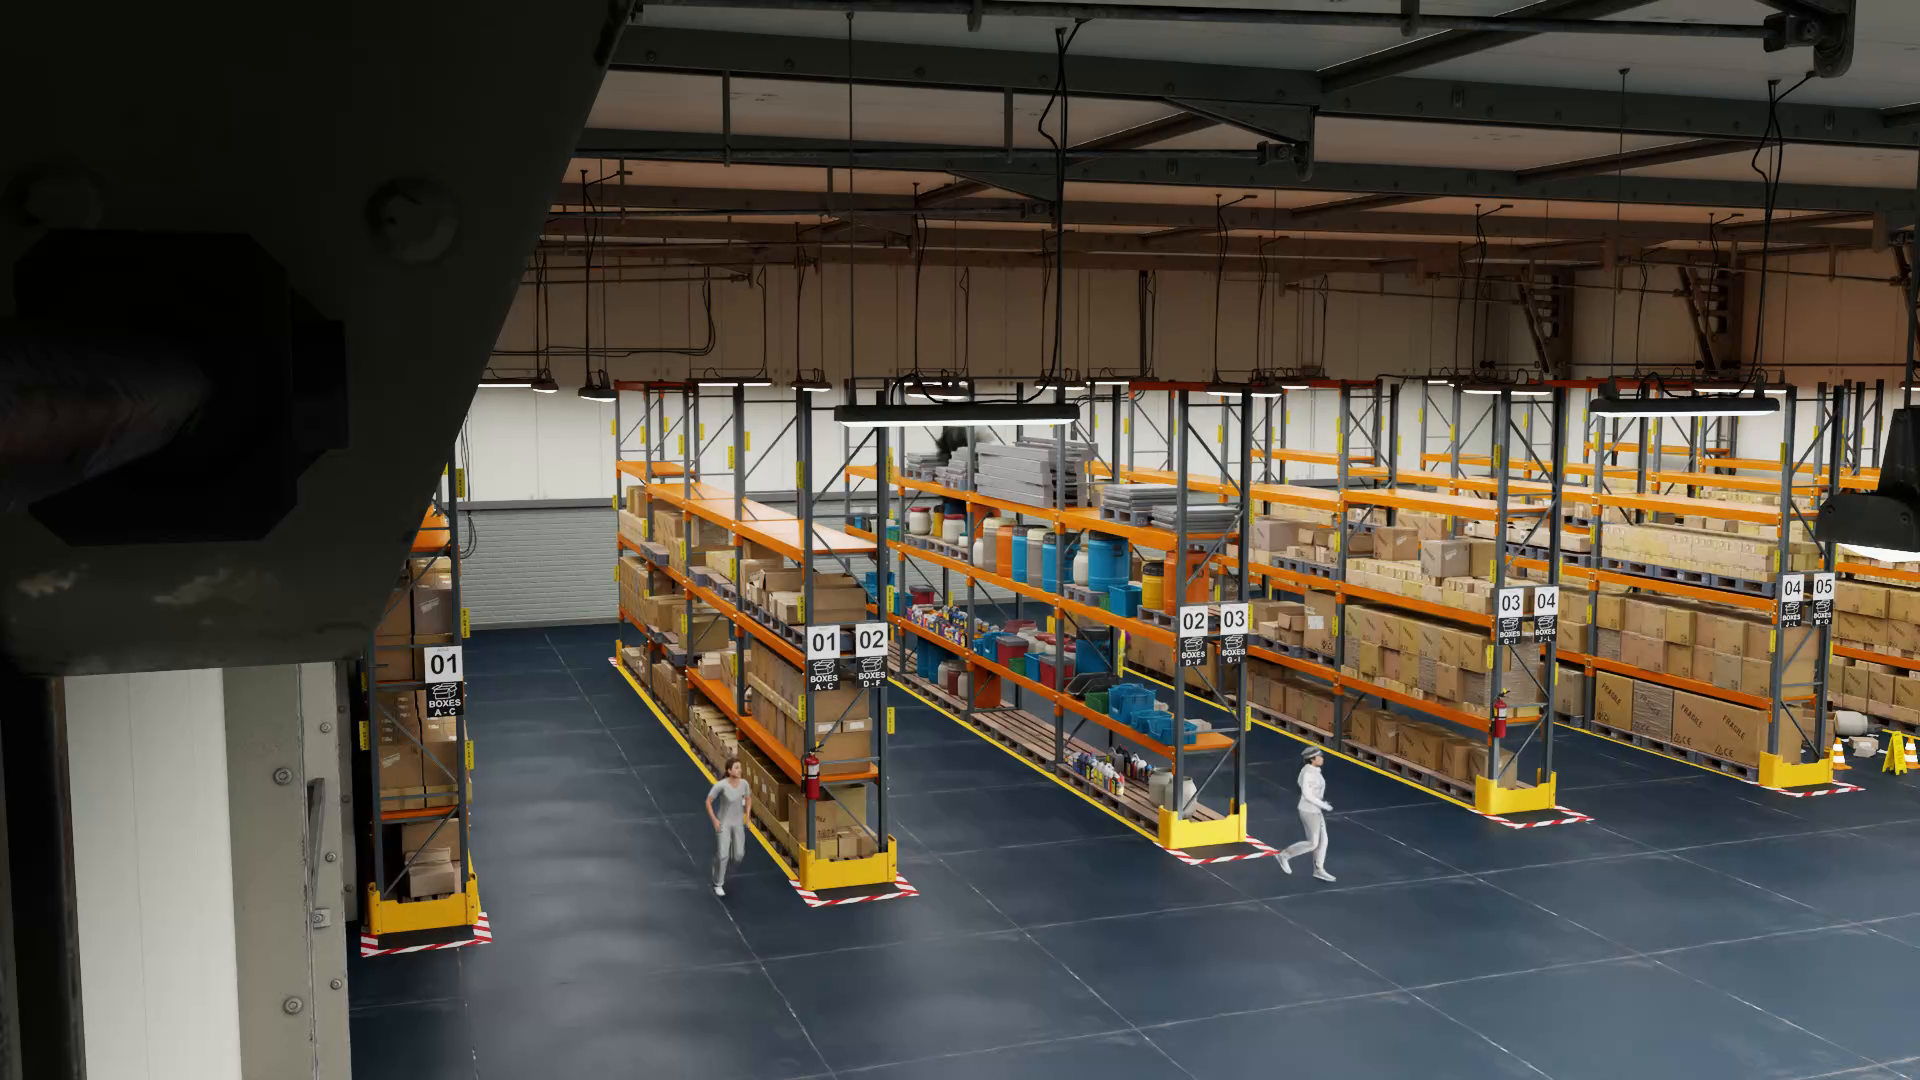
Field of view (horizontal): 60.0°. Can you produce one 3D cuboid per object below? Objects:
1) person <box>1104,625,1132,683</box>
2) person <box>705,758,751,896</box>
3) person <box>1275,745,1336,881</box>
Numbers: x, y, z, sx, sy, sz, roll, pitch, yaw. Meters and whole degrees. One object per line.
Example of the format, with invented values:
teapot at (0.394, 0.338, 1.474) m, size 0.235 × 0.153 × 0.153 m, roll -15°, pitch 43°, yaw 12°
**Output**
person at (2.876, 2.197, 30.877) m, size 0.669 × 1.786 × 0.809 m, roll -4°, pitch 7°, yaw -33°
person at (-2.774, 3.428, 20.056) m, size 0.609 × 1.627 × 0.554 m, roll -4°, pitch 7°, yaw -30°
person at (4.273, 3.347, 20.469) m, size 0.737 × 1.691 × 0.642 m, roll 1°, pitch 6°, yaw 14°
